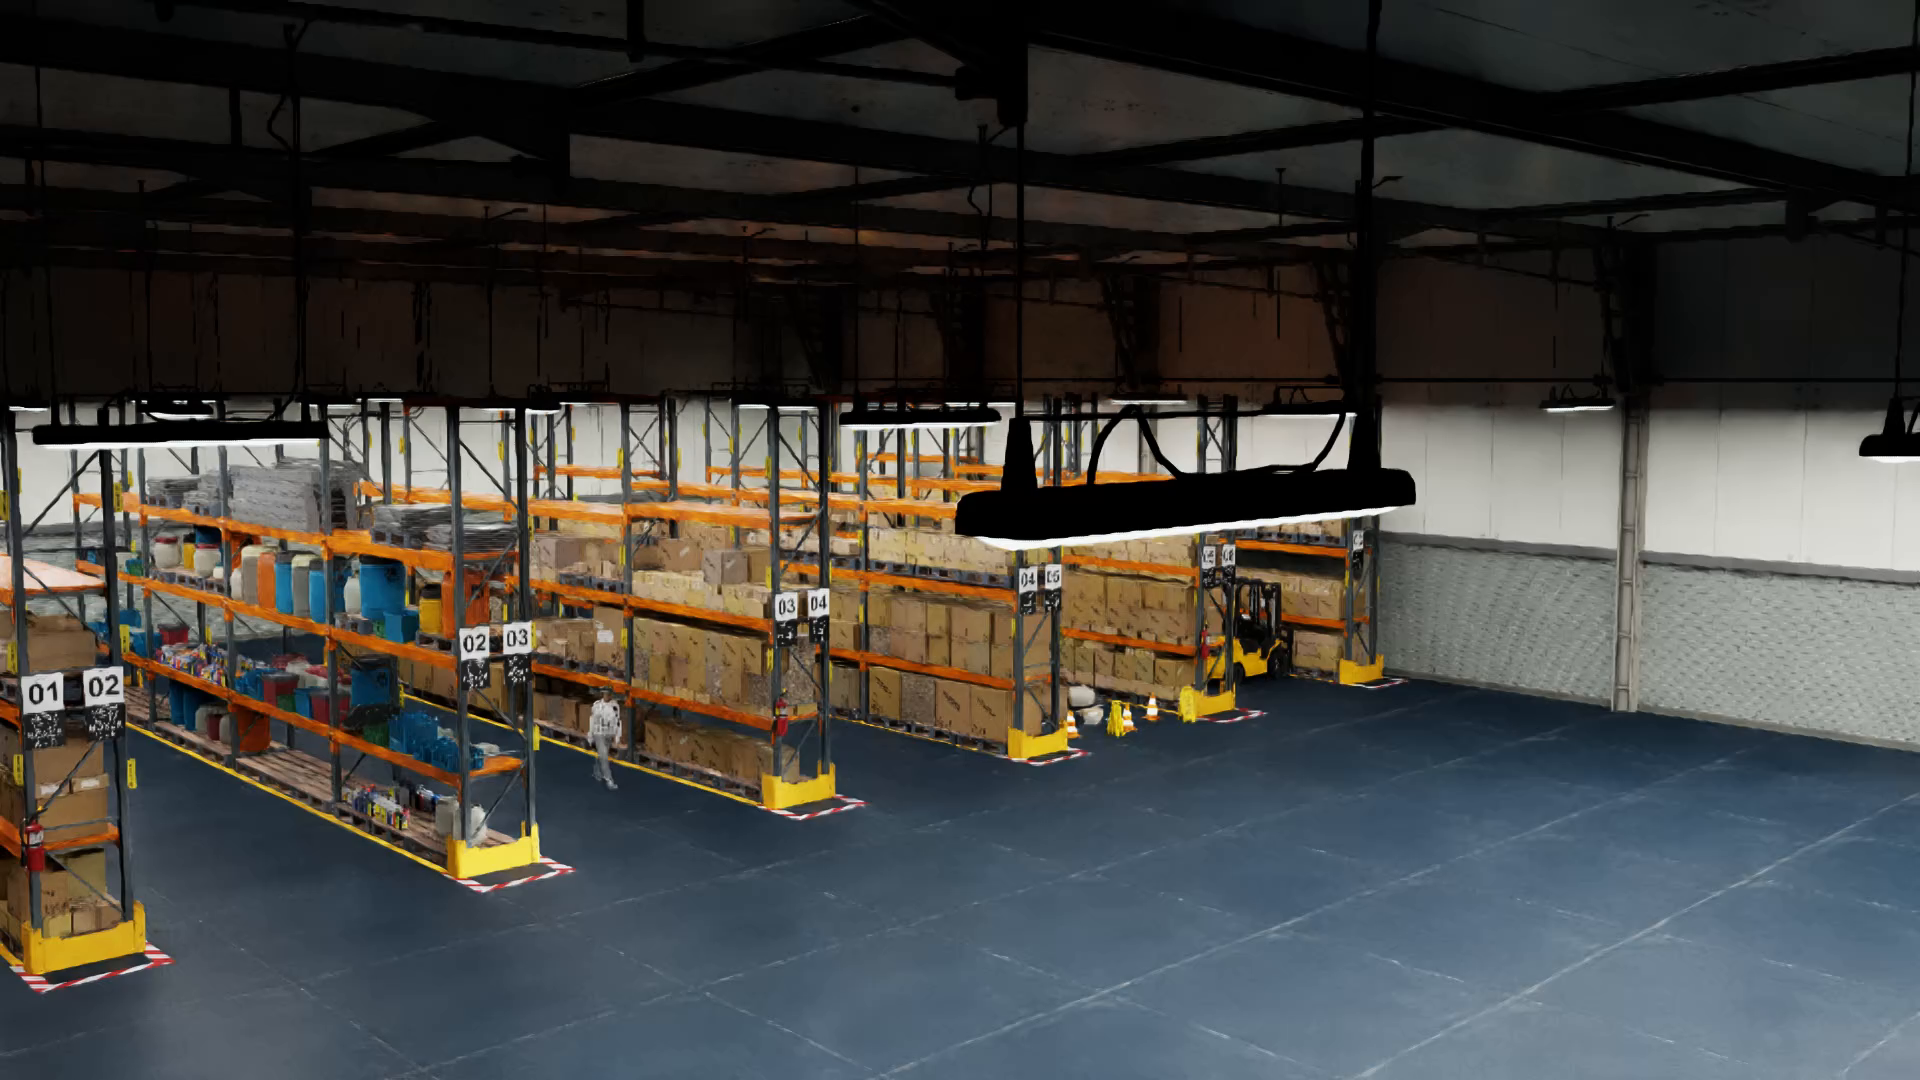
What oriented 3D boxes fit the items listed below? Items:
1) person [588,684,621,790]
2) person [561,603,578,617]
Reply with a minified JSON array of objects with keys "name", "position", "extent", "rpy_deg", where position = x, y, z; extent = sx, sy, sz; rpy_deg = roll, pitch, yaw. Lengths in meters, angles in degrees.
[{"name":"person","position":[-5.485,3.015,25.863],"extent":[0.490,1.586,1.068],"rpy_deg":[-5,7,-41]},{"name":"person","position":[-9.819,1.431,41.766],"extent":[0.595,1.756,0.595],"rpy_deg":[0,6,4]}]
